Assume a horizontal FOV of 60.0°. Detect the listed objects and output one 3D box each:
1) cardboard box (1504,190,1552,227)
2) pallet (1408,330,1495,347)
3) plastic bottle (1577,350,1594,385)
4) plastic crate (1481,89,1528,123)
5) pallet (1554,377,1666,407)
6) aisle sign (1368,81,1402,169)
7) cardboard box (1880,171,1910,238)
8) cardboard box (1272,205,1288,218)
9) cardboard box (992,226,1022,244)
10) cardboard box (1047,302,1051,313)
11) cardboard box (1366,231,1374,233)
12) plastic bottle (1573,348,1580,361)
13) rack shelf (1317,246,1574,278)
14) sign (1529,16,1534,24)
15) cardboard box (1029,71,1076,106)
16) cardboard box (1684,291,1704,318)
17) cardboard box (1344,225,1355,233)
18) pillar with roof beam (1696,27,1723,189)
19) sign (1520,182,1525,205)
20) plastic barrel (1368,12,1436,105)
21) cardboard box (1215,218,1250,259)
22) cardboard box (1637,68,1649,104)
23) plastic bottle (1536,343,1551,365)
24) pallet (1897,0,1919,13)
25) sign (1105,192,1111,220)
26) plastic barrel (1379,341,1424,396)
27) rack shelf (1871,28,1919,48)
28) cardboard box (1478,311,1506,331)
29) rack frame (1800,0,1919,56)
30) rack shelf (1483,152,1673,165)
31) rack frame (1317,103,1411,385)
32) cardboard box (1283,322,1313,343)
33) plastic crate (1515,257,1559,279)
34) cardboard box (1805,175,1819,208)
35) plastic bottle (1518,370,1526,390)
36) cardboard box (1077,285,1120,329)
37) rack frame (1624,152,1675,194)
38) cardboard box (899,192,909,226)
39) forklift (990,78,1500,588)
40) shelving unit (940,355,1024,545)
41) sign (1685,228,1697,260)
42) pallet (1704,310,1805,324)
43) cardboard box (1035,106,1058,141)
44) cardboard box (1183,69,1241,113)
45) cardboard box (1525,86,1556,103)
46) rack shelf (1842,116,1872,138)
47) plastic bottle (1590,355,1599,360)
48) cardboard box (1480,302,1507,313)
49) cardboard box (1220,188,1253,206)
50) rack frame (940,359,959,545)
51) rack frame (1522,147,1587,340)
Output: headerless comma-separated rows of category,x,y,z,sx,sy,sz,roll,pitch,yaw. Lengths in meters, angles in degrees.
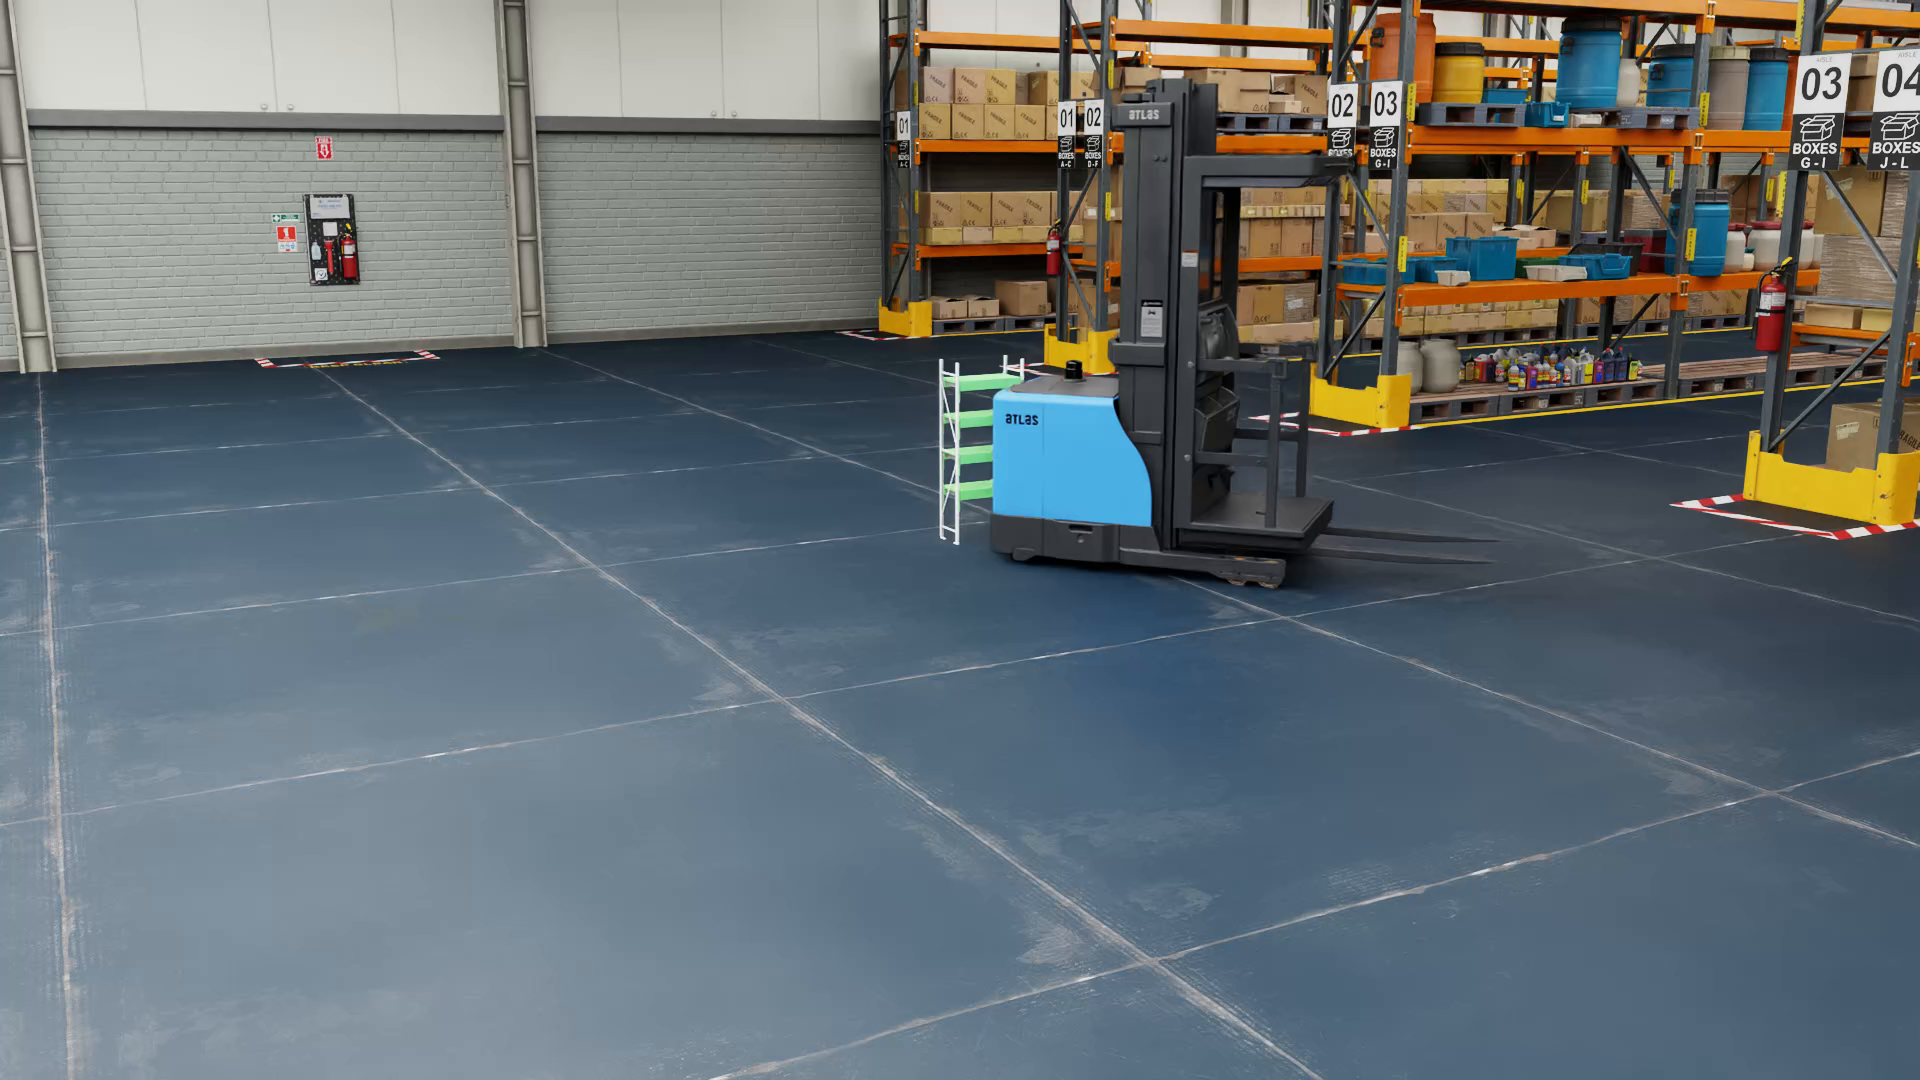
cardboard box,10.130,-6.007,30.285,0.700,0.700,0.980,-7,14,-27
pallet,6.701,-2.864,23.356,1.213,0.211,1.003,-7,14,-28
plastic bottle,6.492,-1.800,17.309,0.185,0.351,0.144,-7,14,-28
plastic crate,5.389,-4.349,16.806,0.575,0.384,0.392,-7,14,-28
pallet,6.761,-1.633,17.883,1.213,0.211,1.003,-7,14,-28
aisle sign,3.937,-3.839,15.415,0.004,0.787,0.394,-7,14,-28
cardboard box,6.846,-2.367,11.614,0.500,0.500,0.500,-7,14,-28
cardboard box,3.970,-4.199,21.231,0.250,0.149,0.380,-7,14,-28
cardboard box,0.592,-4.581,24.927,0.500,0.250,0.500,-7,15,-29
cardboard box,1.210,-3.624,25.872,0.250,0.149,0.380,-8,15,-32
cardboard box,5.684,-4.073,22.681,0.258,0.266,0.396,-7,15,-29
plastic bottle,6.662,-1.936,18.065,0.133,0.283,0.061,-7,14,-28
rack shelf,6.756,-3.870,23.112,4.000,0.370,1.077,-7,14,-28
sign,9.916,-9.124,28.849,0.005,0.325,0.100,-7,14,-28
cardboard box,1.384,-6.753,24.901,0.500,0.500,0.500,-7,15,-30
cardboard box,10.848,-3.637,25.130,0.500,0.500,0.500,-7,14,-27
cardboard box,6.535,-5.263,28.189,0.250,0.149,0.380,-7,14,-29
pillar with roof beam,17.175,-8.775,29.605,0.400,9.000,9.100,-7,14,-28
sign,8.243,-5.061,24.310,0.005,0.325,0.100,-7,14,-28
plastic barrel,4.225,-4.588,15.898,0.708,0.830,0.600,-7,14,-28
cardboard box,3.263,-3.849,21.150,0.500,0.500,0.700,-6,14,-26
cardboard box,9.793,-6.583,24.193,0.500,0.500,0.500,-7,14,-28
plastic bottle,6.298,-1.953,17.987,0.185,0.351,0.144,-8,15,-30
pallet,11.529,-6.186,19.441,1.003,0.211,1.213,-7,14,-28
sign,1.750,-3.943,19.646,0.005,0.325,0.100,-7,14,-28
plastic barrel,4.401,-1.710,16.585,0.421,0.512,0.421,0,13,0
rack shelf,12.637,-6.067,20.124,4.000,0.370,1.077,-7,14,-28
cardboard box,7.273,-3.085,23.292,0.500,0.250,0.500,-6,14,-27
rack frame,6.233,-4.607,11.085,0.127,3.000,1.000,-7,14,-28
rack shelf,11.401,-7.129,30.762,4.000,0.370,1.077,-7,14,-28
rack frame,3.860,-2.635,15.985,0.127,3.000,1.000,-7,14,-28
cardboard box,4.255,-2.732,21.725,0.500,0.250,0.500,-7,14,-28
plastic crate,6.044,-2.864,17.485,0.662,0.188,0.450,-7,14,-28
cardboard box,13.023,-5.438,25.938,0.500,0.500,0.500,-7,15,-30
plastic bottle,5.691,-1.626,16.873,0.097,0.201,0.097,0,13,0
cardboard box,1.818,-2.933,20.907,0.500,0.500,0.500,-7,14,-28
rack frame,13.157,-6.227,31.948,0.127,3.000,1.000,-7,14,-28
cardboard box,-0.575,-4.937,24.803,0.500,0.500,0.500,-7,14,-28
forklift,1.762,-1.276,10.102,3.031,2.935,1.130,5,14,21
shelving unit,0.143,-0.603,11.055,0.503,1.200,0.258,-7,14,-28
sign,7.625,-3.083,17.348,0.005,0.325,0.100,-7,14,-28
pallet,12.626,-3.564,26.464,1.213,0.211,1.003,-7,14,-28
cardboard box,1.381,-6.270,25.031,0.500,0.500,0.500,-7,15,-30
cardboard box,3.078,-5.497,20.369,0.500,0.500,0.500,-7,14,-28
cardboard box,10.406,-7.837,29.719,0.500,0.500,0.500,-7,14,-28
rack shelf,7.988,-3.003,12.428,4.000,0.370,1.077,-7,14,-28
plastic bottle,6.682,-1.824,17.583,0.135,0.276,0.152,-7,14,-28
cardboard box,7.272,-3.357,23.224,0.500,0.311,0.500,-7,14,-28
cardboard box,3.293,-4.486,21.028,0.500,0.500,0.700,-7,14,-28
rack frame,-0.070,-0.577,10.940,0.015,1.200,0.240,-7,14,-28
rack frame,8.511,-4.431,23.968,0.127,3.000,1.000,-7,14,-28
